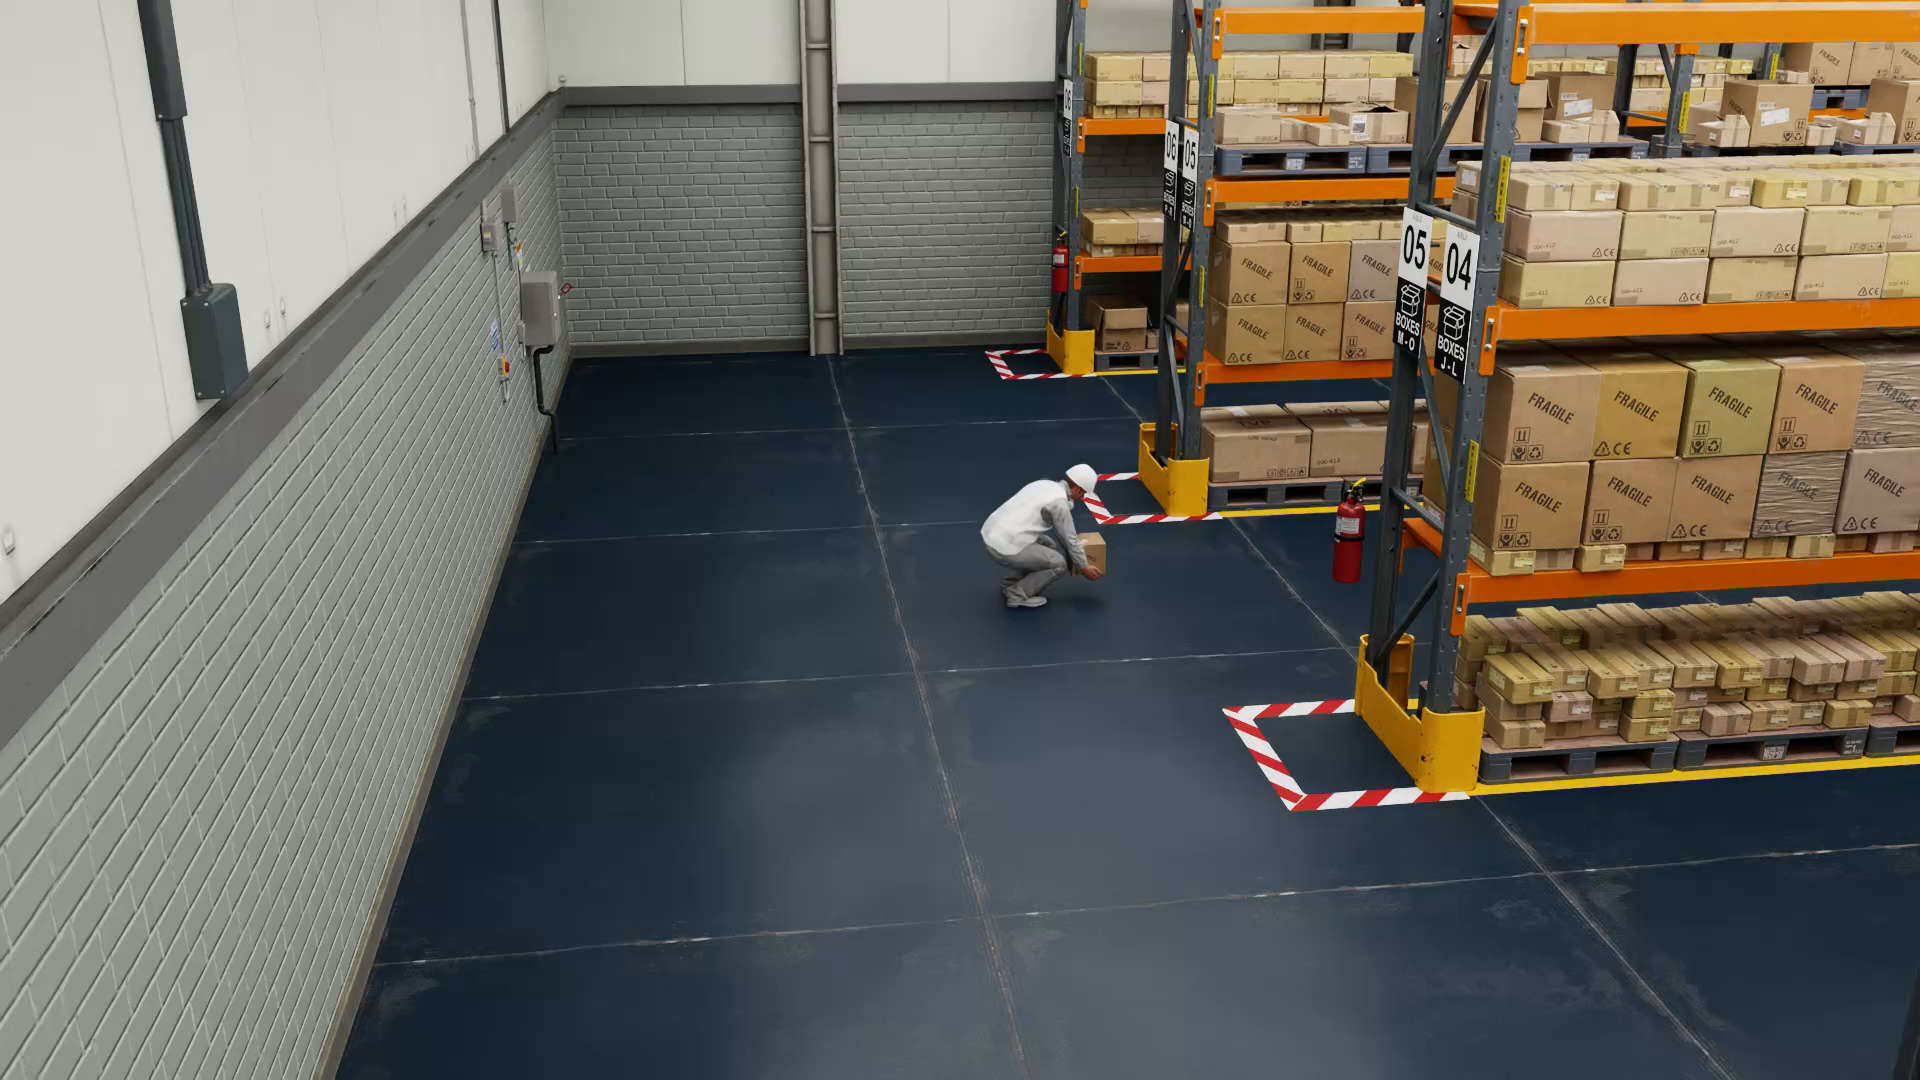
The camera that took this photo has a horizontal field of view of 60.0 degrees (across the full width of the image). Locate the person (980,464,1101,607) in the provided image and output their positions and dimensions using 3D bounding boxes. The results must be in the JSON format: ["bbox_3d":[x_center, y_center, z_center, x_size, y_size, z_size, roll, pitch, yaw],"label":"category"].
[{"bbox_3d":[0.592,-0.048,12.296,0.870,1.012,0.541,-3,20,-8],"label":"person"}]
